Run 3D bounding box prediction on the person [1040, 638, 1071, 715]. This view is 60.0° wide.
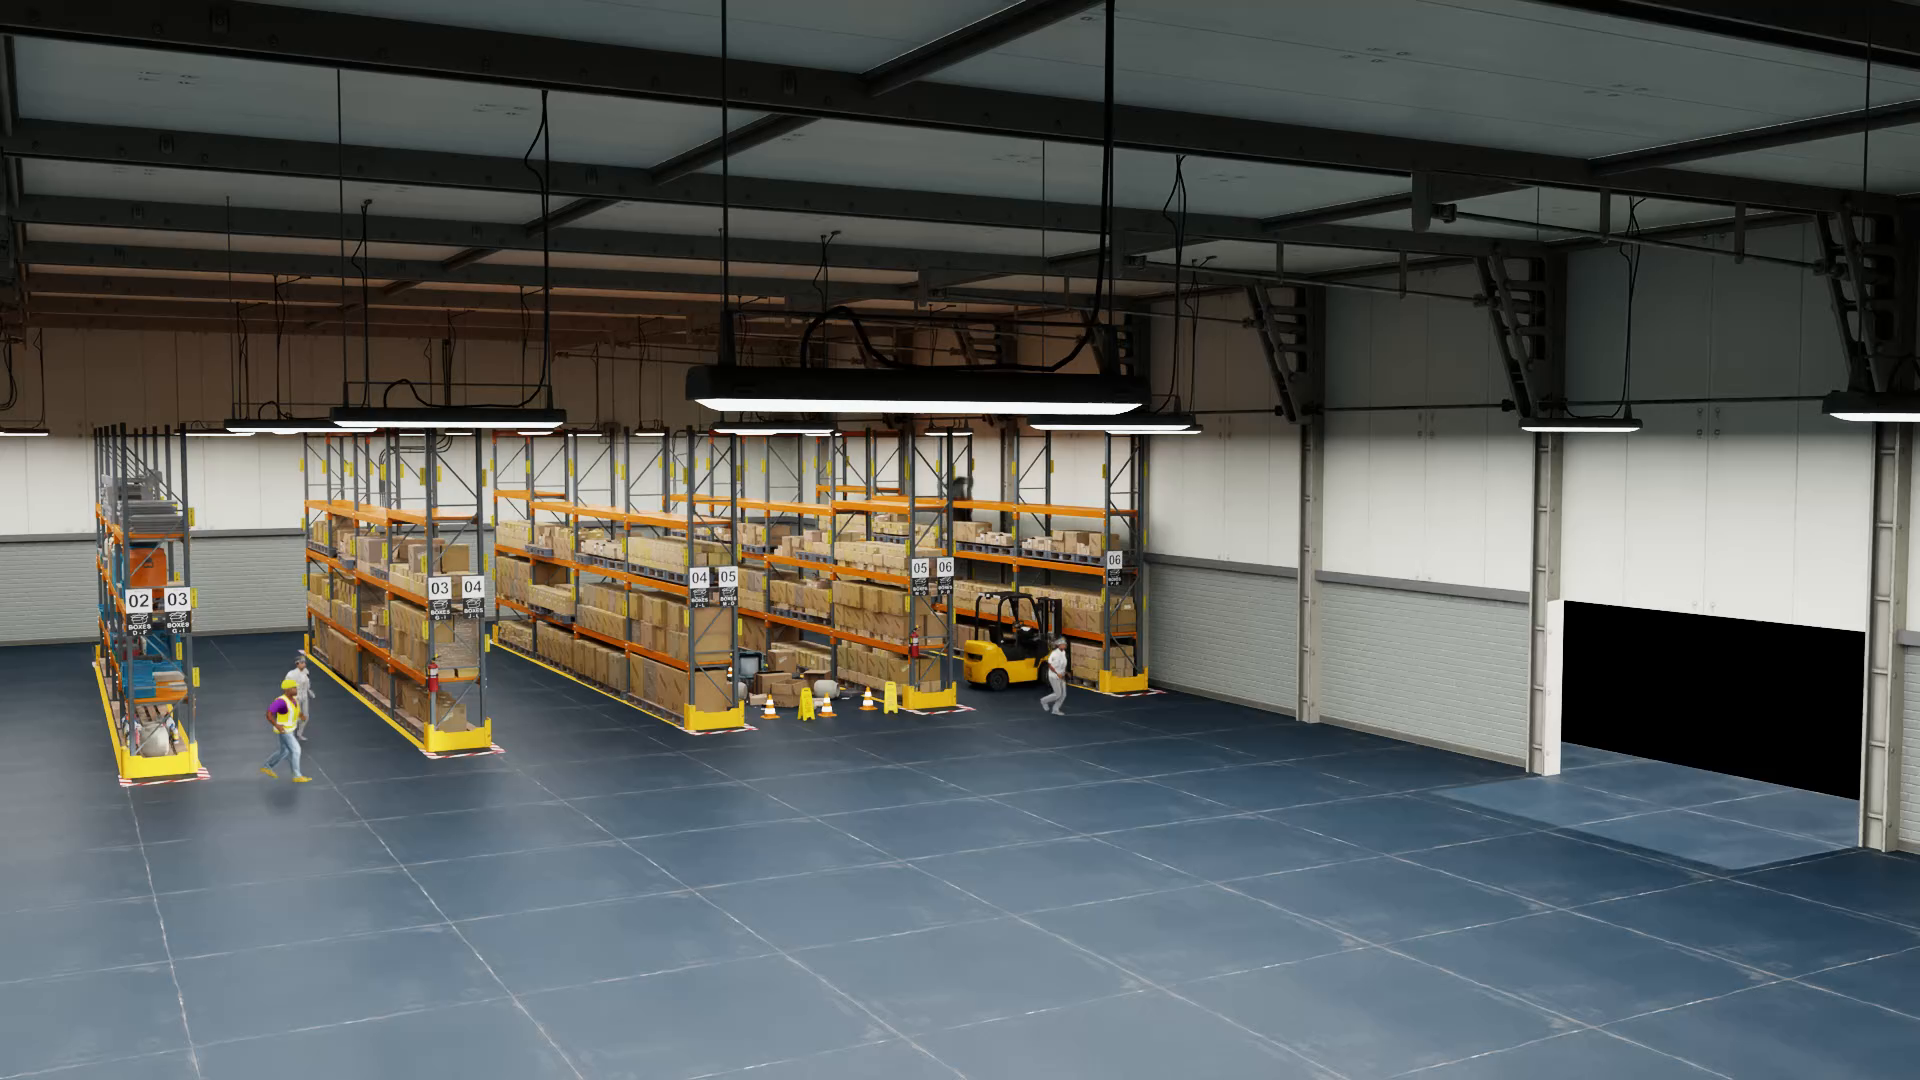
[{"bbox_3d":[1.968,2.824,34.575,0.600,1.631,0.574,2,4,35],"label":"person"}]

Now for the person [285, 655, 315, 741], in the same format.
[{"bbox_3d":[-12.653,3.000,31.675,0.640,1.640,0.587,2,4,35],"label":"person"}]

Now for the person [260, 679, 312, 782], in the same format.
[{"bbox_3d":[-11.260,3.170,27.580,0.872,1.735,0.719,0,3,3],"label":"person"}]
